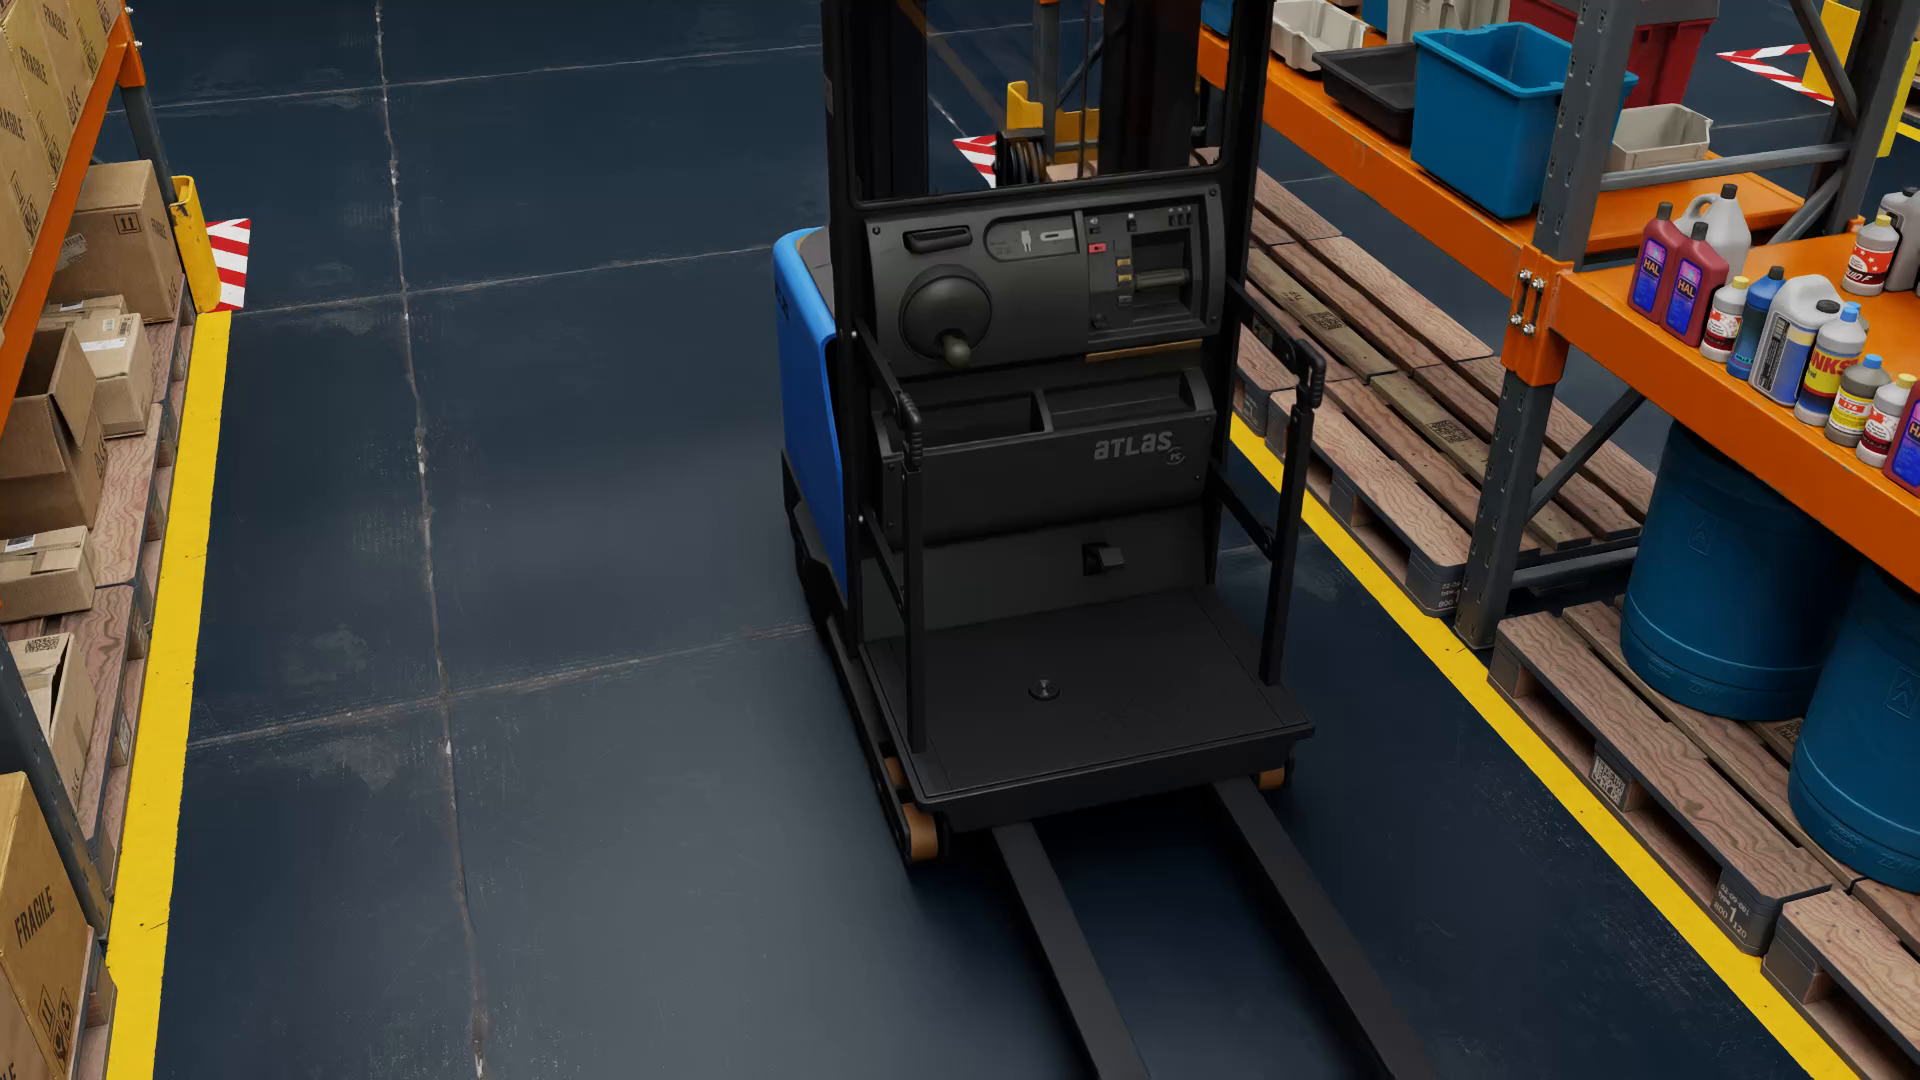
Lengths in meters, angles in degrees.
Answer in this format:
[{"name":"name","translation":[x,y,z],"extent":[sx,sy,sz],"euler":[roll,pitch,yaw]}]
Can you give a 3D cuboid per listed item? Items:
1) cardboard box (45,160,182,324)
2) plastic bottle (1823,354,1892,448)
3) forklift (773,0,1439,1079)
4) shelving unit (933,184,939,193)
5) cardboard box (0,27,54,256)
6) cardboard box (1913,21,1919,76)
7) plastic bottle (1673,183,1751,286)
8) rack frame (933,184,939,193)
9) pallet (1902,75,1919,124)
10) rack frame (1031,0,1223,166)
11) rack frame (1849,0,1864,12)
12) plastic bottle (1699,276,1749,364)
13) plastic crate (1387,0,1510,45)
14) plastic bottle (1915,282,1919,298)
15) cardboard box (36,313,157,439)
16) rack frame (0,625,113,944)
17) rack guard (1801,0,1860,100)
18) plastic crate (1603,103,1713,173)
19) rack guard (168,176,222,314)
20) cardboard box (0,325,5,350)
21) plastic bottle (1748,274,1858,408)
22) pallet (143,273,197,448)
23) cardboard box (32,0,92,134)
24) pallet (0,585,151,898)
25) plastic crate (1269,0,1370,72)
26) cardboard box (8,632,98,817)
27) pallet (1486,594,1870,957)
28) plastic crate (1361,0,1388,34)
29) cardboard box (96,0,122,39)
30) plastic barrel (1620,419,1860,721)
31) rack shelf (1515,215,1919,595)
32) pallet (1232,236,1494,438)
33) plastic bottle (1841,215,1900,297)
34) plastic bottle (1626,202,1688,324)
[{"name":"cardboard box","translation":[-3.472,-1.179,6.682],"extent":[0.500,0.500,0.500],"euler":[-10,35,-15]},{"name":"plastic bottle","translation":[1.995,-0.315,3.685],"extent":[0.097,0.201,0.097],"euler":[0,33,0]},{"name":"forklift","translation":[0.288,-0.606,4.008],"extent":[1.130,2.935,3.031],"euler":[-9,35,-13]},{"name":"shelving unit","translation":[-0.137,-0.697,5.853],"extent":[0.215,1.050,0.252],"euler":[-9,35,-13]},{"name":"cardboard box","translation":[-2.858,-1.069,4.556],"extent":[0.500,0.500,0.500],"euler":[-10,35,-15]},{"name":"cardboard box","translation":[5.834,-2.912,8.983],"extent":[0.875,0.875,0.875],"euler":[-10,35,-15]},{"name":"plastic bottle","translation":[1.877,-0.732,4.182],"extent":[0.144,0.351,0.185],"euler":[-10,35,-15]},{"name":"rack frame","translation":[-0.171,-0.762,5.950],"extent":[0.200,1.050,0.008],"euler":[-9,35,-13]},{"name":"pallet","translation":[5.881,-2.376,9.155],"extent":[1.003,0.211,1.213],"euler":[-10,35,-15]},{"name":"rack frame","translation":[0.846,-3.113,7.741],"extent":[1.000,3.000,0.127],"euler":[-10,35,-15]},{"name":"rack frame","translation":[5.563,-3.946,9.001],"extent":[1.000,3.000,0.127],"euler":[-10,35,-15]},{"name":"plastic bottle","translation":[1.865,-0.539,4.024],"extent":[0.097,0.201,0.097],"euler":[0,33,0]},{"name":"plastic crate","translation":[1.776,-1.822,5.839],"extent":[0.437,0.282,0.530],"euler":[-10,35,-15]},{"name":"plastic bottle","translation":[2.556,-0.722,4.301],"extent":[0.097,0.201,0.097],"euler":[0,33,0]},{"name":"cardboard box","translation":[-3.211,-0.571,5.988],"extent":[0.500,0.250,0.500],"euler":[-10,35,-15]},{"name":"rack frame","translation":[-2.652,-0.182,3.305],"extent":[1.000,3.000,0.127],"euler":[-10,35,-15]},{"name":"rack guard","translation":[5.556,-2.916,9.709],"extent":[1.175,0.500,0.348],"euler":[-10,35,-15]},{"name":"plastic crate","translation":[2.060,-1.197,5.025],"extent":[0.396,0.136,0.243],"euler":[-10,35,-15]},{"name":"rack guard","translation":[-3.849,-1.200,7.112],"extent":[1.175,0.500,0.348],"euler":[-10,35,-15]},{"name":"cardboard box","translation":[-2.548,-0.537,3.752],"extent":[0.500,0.500,0.500],"euler":[-9,35,-13]},{"name":"plastic bottle","translation":[1.956,-0.462,3.841],"extent":[0.152,0.276,0.135],"euler":[-10,35,-15]},{"name":"pallet","translation":[-3.605,-0.661,6.558],"extent":[1.003,0.211,1.213],"euler":[-10,35,-15]},{"name":"cardboard box","translation":[-3.168,-1.600,5.360],"extent":[0.500,0.500,0.500],"euler":[-10,35,-14]},{"name":"pallet","translation":[-2.861,0.621,4.620],"extent":[1.003,0.211,1.213],"euler":[-10,35,-15]},{"name":"plastic crate","translation":[1.249,-1.792,5.926],"extent":[0.293,0.136,0.466],"euler":[-10,35,-15]},{"name":"cardboard box","translation":[-2.574,0.499,4.313],"extent":[0.500,0.311,0.500],"euler":[-10,35,-15]},{"name":"pallet","translation":[2.262,0.562,4.708],"extent":[1.003,0.211,1.213],"euler":[-10,35,-15]},{"name":"plastic crate","translation":[1.717,-2.033,6.204],"extent":[0.416,0.233,0.300],"euler":[-10,35,-15]},{"name":"cardboard box","translation":[-3.476,-2.135,6.169],"extent":[0.500,0.500,0.500],"euler":[-9,35,-13]},{"name":"plastic barrel","translation":[2.216,-0.025,4.589],"extent":[0.600,0.901,0.708],"euler":[-10,35,-15]},{"name":"rack shelf","translation":[2.676,0.337,3.172],"extent":[1.077,0.370,4.000],"euler":[-10,35,-15]},{"name":"pallet","translation":[1.429,-0.871,6.877],"extent":[1.003,0.211,1.213],"euler":[-10,35,-15]},{"name":"plastic bottle","translation":[2.381,-0.747,4.340],"extent":[0.097,0.201,0.097],"euler":[0,33,0]},{"name":"plastic bottle","translation":[1.772,-0.700,4.195],"extent":[0.061,0.283,0.133],"euler":[-10,35,-15]}]
